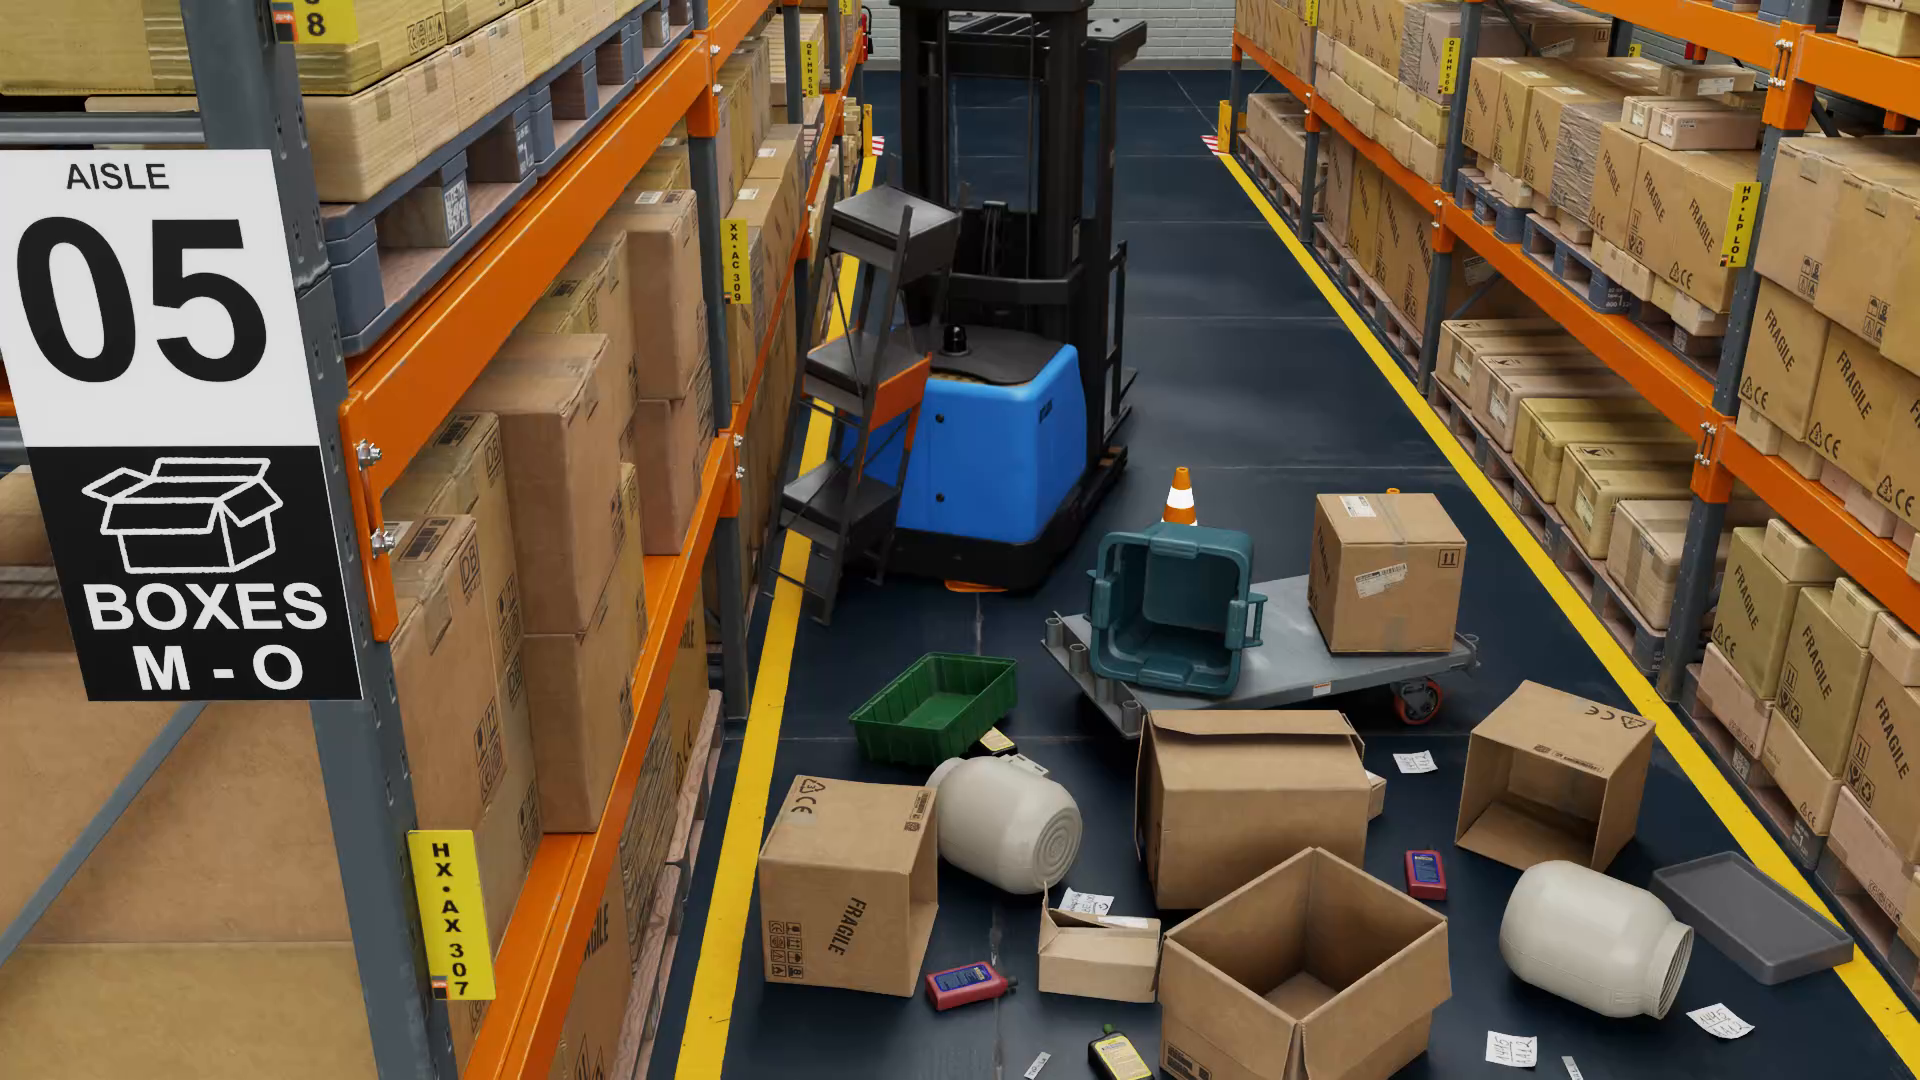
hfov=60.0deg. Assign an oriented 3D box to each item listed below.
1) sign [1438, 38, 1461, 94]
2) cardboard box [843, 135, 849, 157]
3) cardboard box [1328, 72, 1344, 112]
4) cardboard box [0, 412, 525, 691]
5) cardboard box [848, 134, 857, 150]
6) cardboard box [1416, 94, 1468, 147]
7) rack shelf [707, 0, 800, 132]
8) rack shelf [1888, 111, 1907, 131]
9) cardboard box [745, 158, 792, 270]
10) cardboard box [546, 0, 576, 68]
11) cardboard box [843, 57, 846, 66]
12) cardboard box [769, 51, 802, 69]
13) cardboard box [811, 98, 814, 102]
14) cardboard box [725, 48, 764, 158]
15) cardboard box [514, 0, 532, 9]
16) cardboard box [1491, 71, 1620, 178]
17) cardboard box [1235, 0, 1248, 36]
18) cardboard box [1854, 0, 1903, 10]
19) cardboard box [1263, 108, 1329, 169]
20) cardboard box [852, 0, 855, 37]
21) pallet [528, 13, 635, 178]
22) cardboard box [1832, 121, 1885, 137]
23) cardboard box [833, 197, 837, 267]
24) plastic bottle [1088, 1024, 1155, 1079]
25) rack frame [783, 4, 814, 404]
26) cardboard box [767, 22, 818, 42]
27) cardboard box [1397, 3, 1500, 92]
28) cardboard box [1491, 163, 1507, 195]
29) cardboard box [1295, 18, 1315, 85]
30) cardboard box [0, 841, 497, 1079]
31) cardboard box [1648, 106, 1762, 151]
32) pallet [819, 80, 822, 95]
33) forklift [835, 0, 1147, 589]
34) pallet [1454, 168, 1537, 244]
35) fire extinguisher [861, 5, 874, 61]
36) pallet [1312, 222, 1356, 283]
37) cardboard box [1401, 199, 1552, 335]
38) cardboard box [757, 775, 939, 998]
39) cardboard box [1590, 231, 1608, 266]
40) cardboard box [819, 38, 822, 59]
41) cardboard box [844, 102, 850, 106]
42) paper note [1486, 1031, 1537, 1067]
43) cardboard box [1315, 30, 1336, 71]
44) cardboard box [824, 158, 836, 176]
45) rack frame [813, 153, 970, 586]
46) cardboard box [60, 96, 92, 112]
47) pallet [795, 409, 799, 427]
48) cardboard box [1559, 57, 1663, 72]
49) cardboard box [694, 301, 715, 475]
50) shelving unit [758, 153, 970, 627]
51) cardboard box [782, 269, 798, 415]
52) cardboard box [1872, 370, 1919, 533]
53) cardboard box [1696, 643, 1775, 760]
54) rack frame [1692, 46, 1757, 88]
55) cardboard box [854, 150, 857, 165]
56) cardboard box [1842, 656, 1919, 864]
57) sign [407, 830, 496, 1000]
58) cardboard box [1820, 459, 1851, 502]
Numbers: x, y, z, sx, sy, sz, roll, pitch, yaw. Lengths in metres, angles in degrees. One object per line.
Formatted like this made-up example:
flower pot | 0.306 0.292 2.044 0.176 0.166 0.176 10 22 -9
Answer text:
sign | 2.947 -2.855 10.017 0.100 0.325 0.005 0 24 -1
cardboard box | -1.230 -3.652 15.413 0.380 0.149 0.250 0 24 1
cardboard box | 3.206 -3.515 13.065 0.500 0.250 0.500 -1 24 -2
cardboard box | -1.423 0.089 3.420 0.875 0.550 0.550 0 24 -1
cardboard box | -1.217 -3.948 16.429 0.380 0.149 0.250 0 24 0
cardboard box | 3.242 -2.689 10.631 0.500 0.250 0.500 0 24 -1
rack shelf | -1.425 -2.482 7.831 1.077 0.370 4.000 0 24 -1
rack shelf | 8.443 -2.851 12.288 1.077 0.370 4.000 0 24 -1
cardboard box | -1.164 -1.717 8.785 0.500 0.500 0.500 -1 24 -1
cardboard box | -1.057 -1.123 3.626 0.380 0.149 0.250 0 24 -1
cardboard box | -1.234 -4.351 15.036 0.380 0.149 0.250 0 24 0
cardboard box | -1.269 -3.239 11.345 0.380 0.149 0.250 1 24 2
cardboard box | -1.271 -3.293 12.186 0.380 0.149 0.250 1 24 2
cardboard box | -1.445 -2.375 9.027 0.700 0.500 0.500 -1 24 -1
cardboard box | -1.121 -1.259 3.443 0.500 0.250 0.500 0 24 -1
cardboard box | 3.288 -2.303 9.209 0.500 0.500 0.500 1 24 2
cardboard box | 3.132 -5.474 17.092 0.500 0.500 0.500 0 24 -1
cardboard box | 3.276 -1.934 5.568 0.500 0.250 0.500 -1 24 -2
cardboard box | 3.540 -4.003 16.561 0.875 0.438 0.875 0 24 1
cardboard box | -1.261 -4.934 15.538 0.500 0.500 0.500 1 24 2
pallet | -1.395 -1.107 4.025 1.003 0.211 1.213 0 24 -1
cardboard box | 8.271 -3.671 15.751 0.700 0.500 0.500 -1 24 -3
cardboard box | -1.226 -2.453 13.057 0.500 0.500 0.500 -1 24 -2
plastic bottle | 0.482 1.604 5.130 0.133 0.061 0.283 -9 26 -19
rack frame | -1.447 -2.267 10.123 1.000 3.000 0.127 0 24 -1
cardboard box | -1.287 -3.882 12.766 0.380 0.149 0.250 -1 24 -2
cardboard box | 3.220 -3.256 10.974 0.500 0.500 0.500 0 24 0
cardboard box | 3.246 -2.044 9.424 0.380 0.149 0.250 -2 24 -4
cardboard box | 3.197 -4.215 14.308 0.500 0.500 0.500 0 24 0
cardboard box | -1.409 0.808 3.141 0.875 0.550 0.550 0 24 -1
cardboard box | 3.294 -1.824 7.364 0.380 0.149 0.250 -1 24 -2
pallet | -1.628 -3.513 13.109 1.003 0.211 1.213 0 24 -1
forklift | 0.330 -1.679 8.906 1.130 2.935 3.031 8 26 17
pallet | 3.616 -1.951 9.656 1.213 0.211 1.003 0 24 -1
fire extinguisher | -1.076 -5.465 17.739 0.296 0.674 0.183 0 24 -1
pallet | 3.542 -2.391 13.781 1.003 0.211 1.213 0 24 -1
cardboard box | 3.577 -1.840 11.246 0.875 0.875 0.875 0 24 -1
cardboard box | -0.360 1.154 5.589 0.500 0.500 0.500 4 25 9
cardboard box | 3.267 -1.391 7.981 0.380 0.149 0.250 0 24 -1
cardboard box | -1.285 -3.856 13.071 0.380 0.149 0.250 0 24 0
cardboard box | -1.330 -4.407 17.081 0.380 0.149 0.250 0 24 0
paper note | 1.729 1.592 5.207 0.148 0.019 0.142 8 26 18
cardboard box | 3.181 -3.956 13.433 0.500 0.250 0.500 -1 24 -2
cardboard box | -1.238 -2.792 12.897 0.500 0.250 0.500 1 24 2
rack frame | -0.347 -0.733 7.755 0.400 2.100 0.015 25 32 19
cardboard box | -1.708 -0.805 2.924 0.380 0.149 0.250 0 24 0
pallet | -1.514 -0.672 9.979 1.003 0.211 1.213 0 24 -1
cardboard box | 3.784 -2.518 9.685 0.500 0.500 0.500 -1 24 -2
cardboard box | -1.388 -0.535 6.112 0.875 0.550 0.550 0 24 -1
shelving unit | -0.463 -0.644 7.560 0.431 2.100 0.503 25 32 19
cardboard box | -1.530 -1.182 9.945 1.050 0.750 0.750 -1 24 -1
cardboard box | 3.292 -0.268 5.220 0.500 0.500 0.500 0 24 -1
cardboard box | 3.282 0.623 6.560 0.500 0.250 0.500 -1 24 -3
rack frame | 8.378 -5.652 17.606 1.000 3.000 0.127 0 24 -1
cardboard box | -1.218 -3.819 16.504 0.380 0.149 0.250 -1 24 -3
cardboard box | 3.303 0.715 5.445 0.500 0.500 0.500 1 24 2
sign | -0.805 0.599 2.640 0.100 0.325 0.005 0 24 -1
cardboard box | 3.316 -0.224 5.910 0.380 0.149 0.250 0 24 -1
